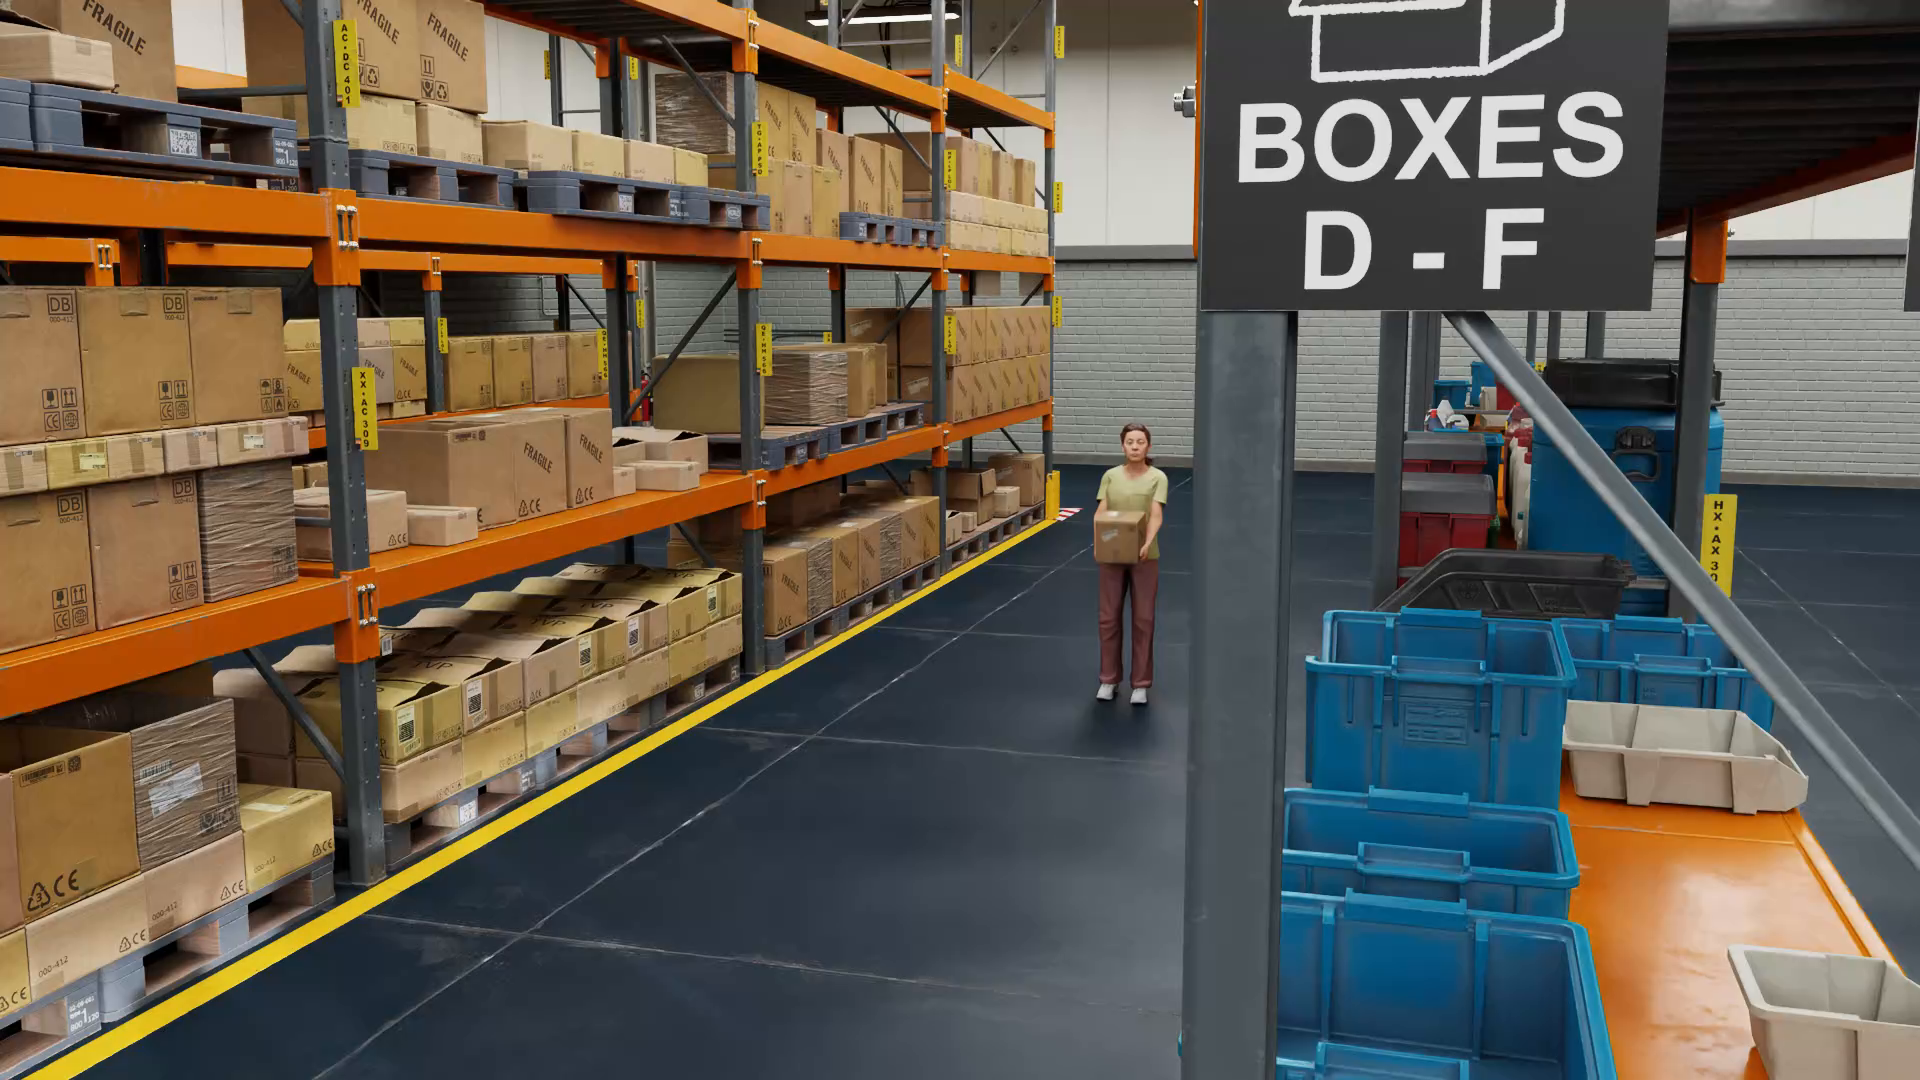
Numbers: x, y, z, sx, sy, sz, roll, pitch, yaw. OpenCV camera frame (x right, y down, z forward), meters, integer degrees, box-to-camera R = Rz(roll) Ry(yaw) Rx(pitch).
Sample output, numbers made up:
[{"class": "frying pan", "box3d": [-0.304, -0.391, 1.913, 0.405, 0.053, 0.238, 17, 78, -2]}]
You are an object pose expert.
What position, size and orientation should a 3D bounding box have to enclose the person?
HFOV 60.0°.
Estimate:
[{"class": "person", "box3d": [1.014, 0.130, 9.957, 0.456, 1.673, 0.511, 2, 9, 16]}]
